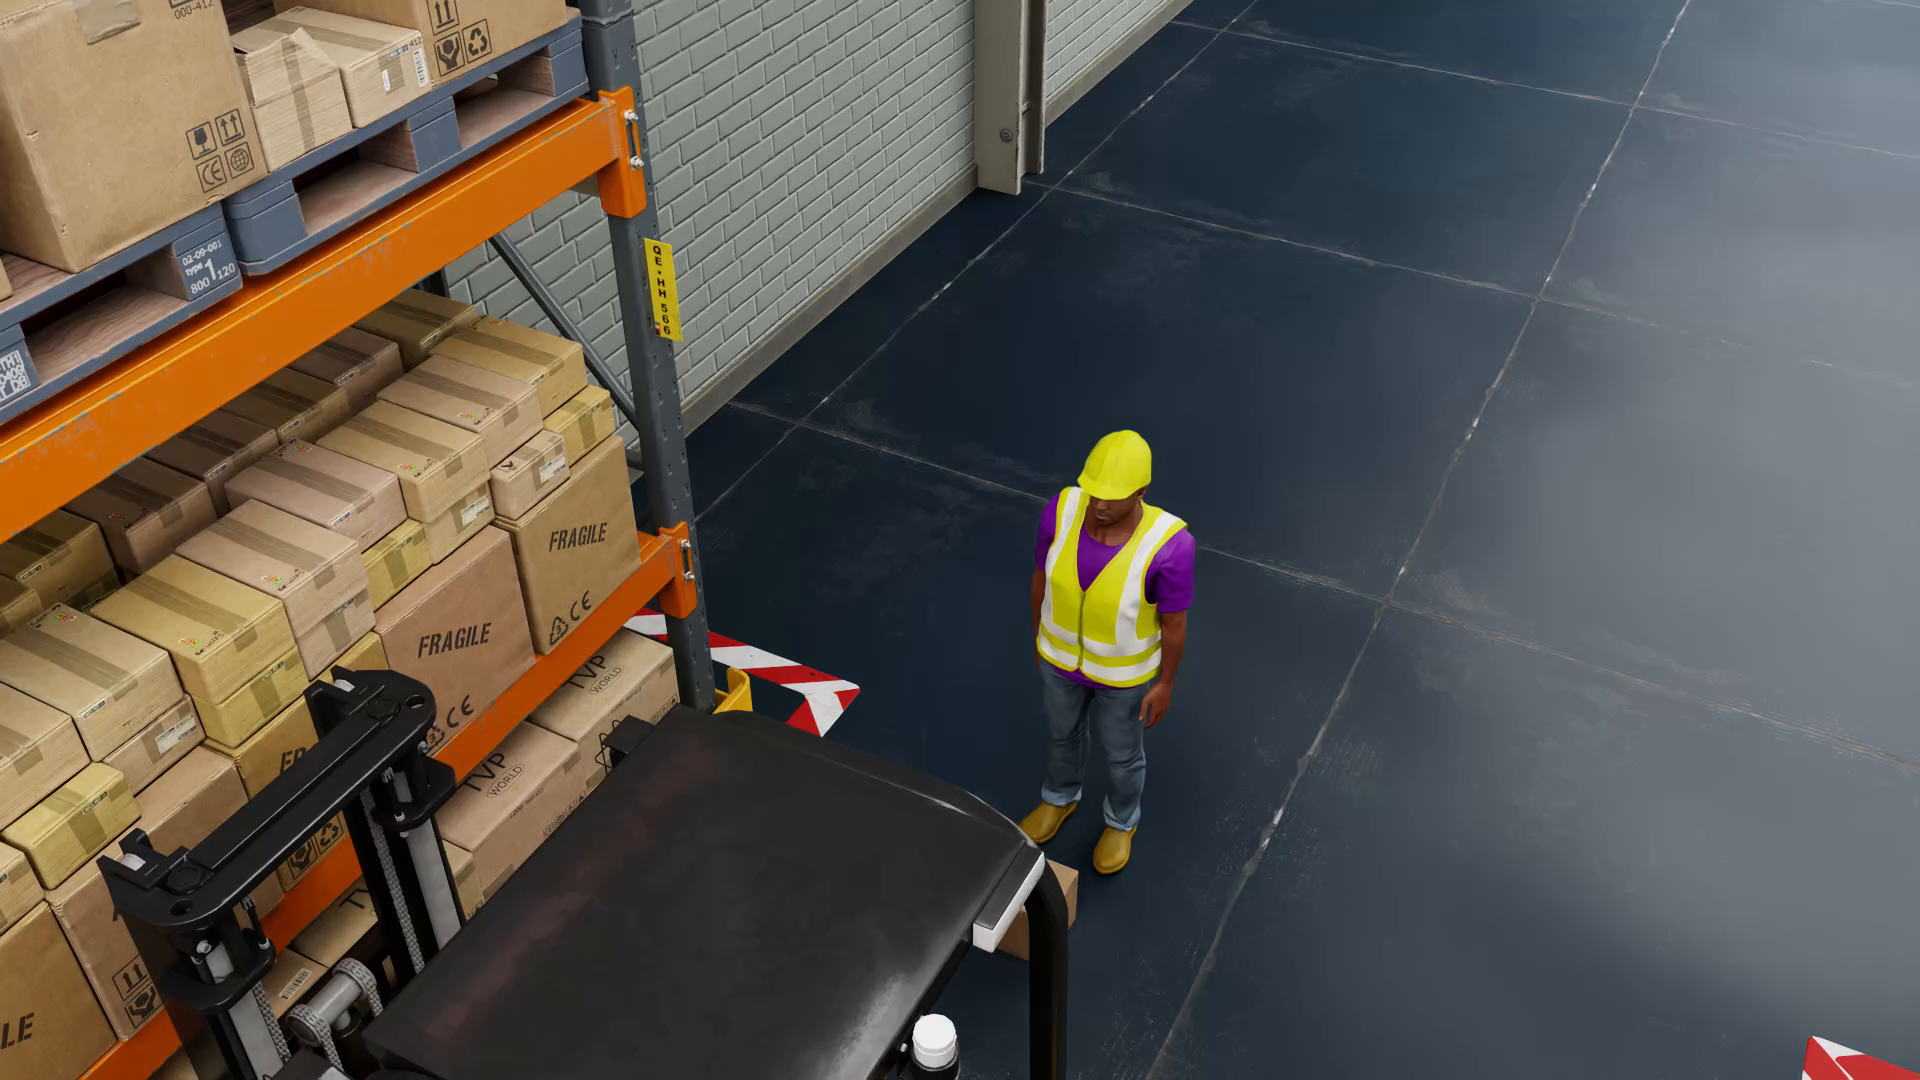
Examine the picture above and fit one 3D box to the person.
[{"bbox_3d":[0.463,0.389,5.623,0.455,1.765,0.352,19,42,23],"label":"person"}]
